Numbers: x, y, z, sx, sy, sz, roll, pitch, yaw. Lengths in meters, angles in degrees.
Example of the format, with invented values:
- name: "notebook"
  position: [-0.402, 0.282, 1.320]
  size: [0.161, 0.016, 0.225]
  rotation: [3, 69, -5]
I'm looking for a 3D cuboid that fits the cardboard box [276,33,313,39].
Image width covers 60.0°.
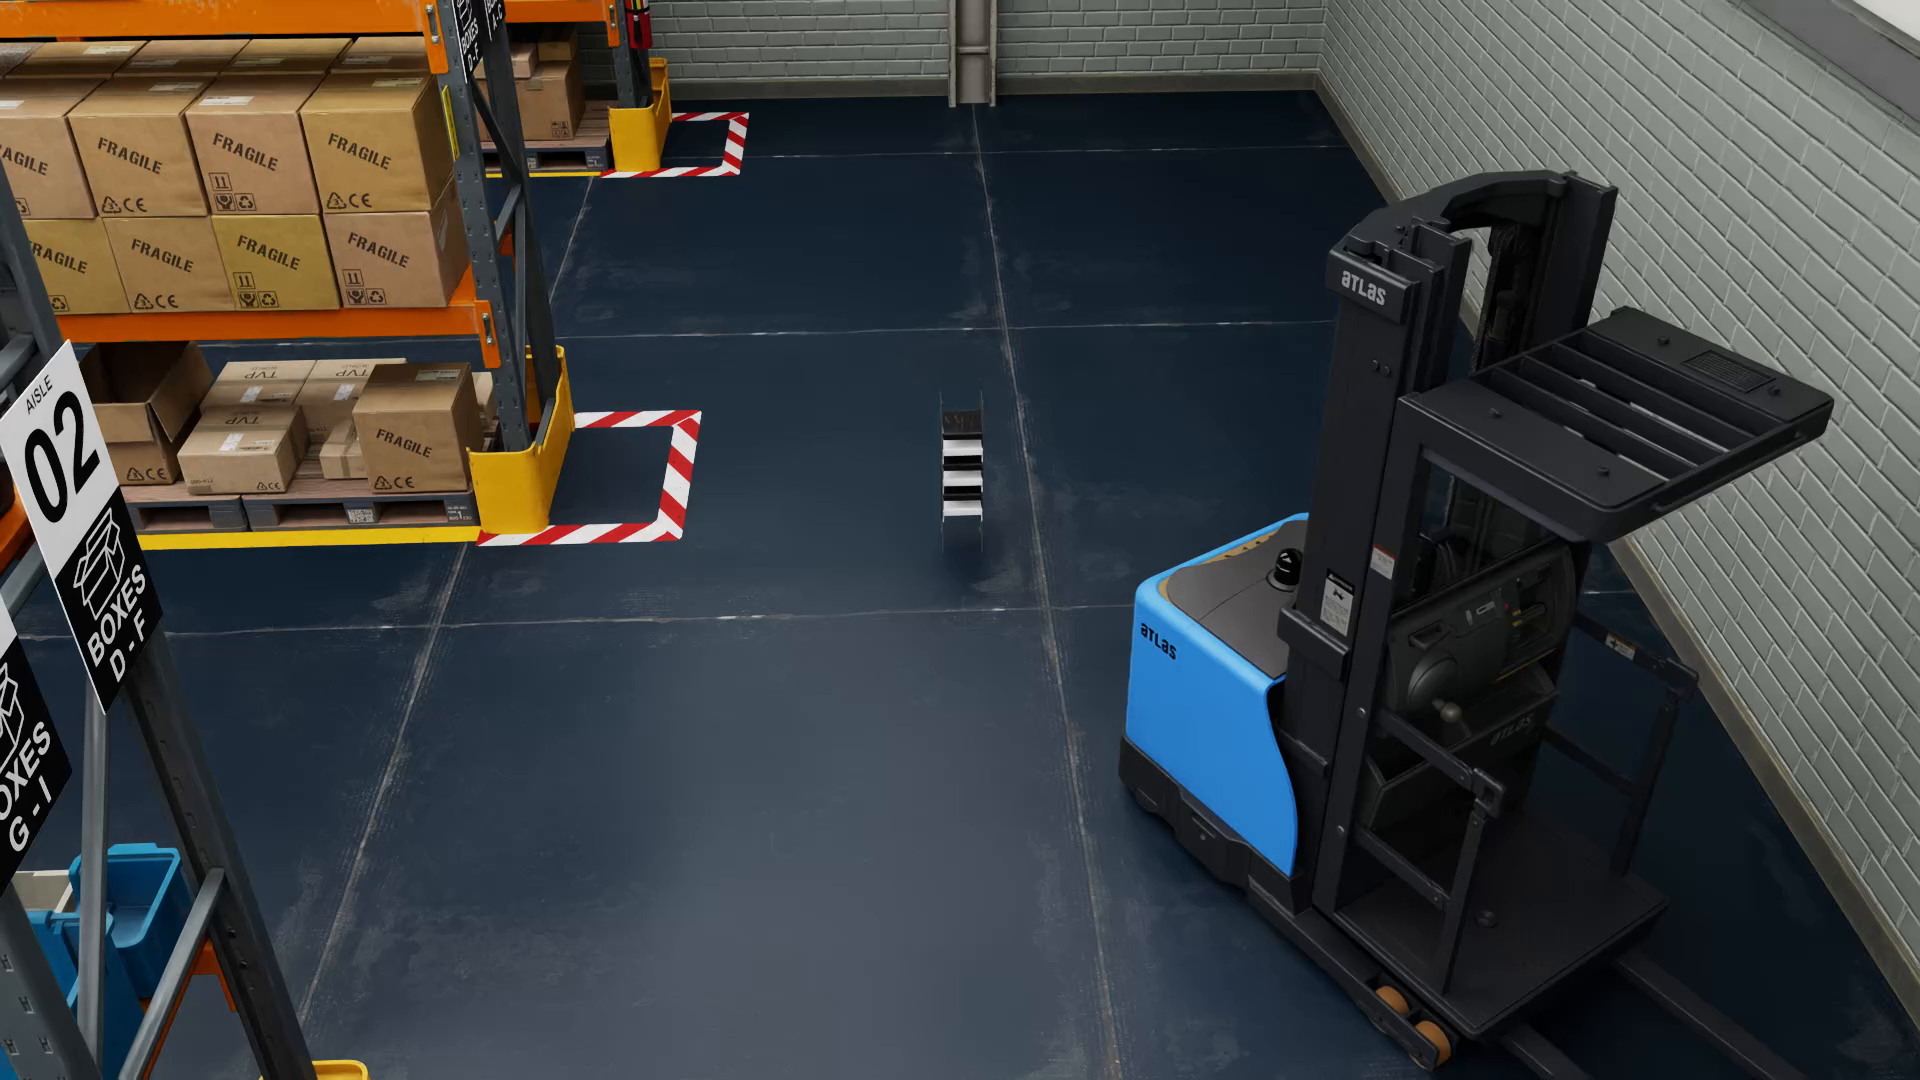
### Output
- name: "cardboard box"
  position: [-5.163, -3.812, 12.880]
  size: [0.250, 0.149, 0.380]
  rotation: [-3, 35, -4]

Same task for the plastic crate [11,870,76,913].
- name: "plastic crate"
  position: [-2.672, 1.082, 4.730]
  size: [0.298, 0.136, 0.250]
  rotation: [-2, 35, -2]

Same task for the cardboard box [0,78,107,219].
- name: "cardboard box"
  position: [-4.284, -1.838, 7.804]
  size: [0.500, 0.500, 0.500]
  rotation: [-1, 35, -1]

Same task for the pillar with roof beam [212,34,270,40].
- name: "pillar with roof beam"
  position: [-5.688, -4.837, 7.832]
  size: [0.400, 9.000, 9.100]
  rotation: [-2, 35, -2]

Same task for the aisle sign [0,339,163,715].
- name: "aisle sign"
  position: [-2.028, -0.023, 3.863]
  size: [0.004, 0.787, 0.394]
  rotation: [-2, 35, -2]

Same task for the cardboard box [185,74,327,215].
- name: "cardboard box"
  position: [-3.253, -1.869, 7.848]
  size: [0.500, 0.500, 0.500]
  rotation: [-1, 35, -1]

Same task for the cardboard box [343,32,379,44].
- name: "cardboard box"
  position: [-4.653, -3.826, 12.900]
  size: [0.250, 0.149, 0.380]
  rotation: [-2, 35, -3]

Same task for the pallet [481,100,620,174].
- name: "pallet"
  position: [-3.350, -3.202, 13.191]
  size: [1.213, 0.211, 1.003]
  rotation: [-2, 35, -2]

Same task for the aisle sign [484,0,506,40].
- name: "aisle sign"
  position: [-2.262, -2.837, 7.928]
  size: [0.004, 0.787, 0.394]
  rotation: [-2, 35, -2]

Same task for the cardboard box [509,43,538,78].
- name: "cardboard box"
  position: [-3.369, -3.643, 12.636]
  size: [0.250, 0.149, 0.380]
  rotation: [-2, 35, -3]

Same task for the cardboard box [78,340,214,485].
- name: "cardboard box"
  position: [-4.436, -0.699, 8.931]
  size: [0.637, 0.503, 0.797]
  rotation: [-2, 35, -2]

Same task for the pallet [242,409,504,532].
- name: "pallet"
  position: [-3.189, -0.428, 9.183]
  size: [1.213, 0.211, 1.003]
  rotation: [-2, 35, -2]

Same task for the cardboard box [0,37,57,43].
- name: "cardboard box"
  position: [-7.194, -3.504, 12.697]
  size: [0.750, 0.750, 0.750]
  rotation: [-1, 35, -2]

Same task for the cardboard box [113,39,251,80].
- name: "cardboard box"
  position: [-3.794, -2.160, 8.269]
  size: [0.500, 0.500, 0.500]
  rotation: [-1, 35, -2]

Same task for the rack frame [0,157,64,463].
- name: "rack frame"
  position: [-2.086, -1.250, 2.649]
  size: [0.127, 3.000, 1.000]
  rotation: [-2, 35, -2]

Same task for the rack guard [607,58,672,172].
- name: "rack guard"
  position: [-2.531, -3.387, 13.205]
  size: [0.348, 0.500, 1.175]
  rotation: [-2, 35, -2]

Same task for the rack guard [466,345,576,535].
- name: "rack guard"
  position: [-2.393, -0.569, 9.133]
  size: [0.348, 0.500, 1.175]
  rotation: [-2, 35, -2]

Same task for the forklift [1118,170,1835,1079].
- name: "forklift"
  position: [1.934, 0.384, 5.620]
  size: [1.130, 2.935, 3.031]
  rotation: [-22, 40, -28]

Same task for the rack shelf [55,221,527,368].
- name: "rack shelf"
  position: [-4.314, -1.249, 8.551]
  size: [4.000, 0.370, 1.077]
  rotation: [-2, 35, -2]

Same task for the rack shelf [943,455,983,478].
- name: "rack shelf"
  position: [0.008, -0.417, 8.462]
  size: [0.200, 0.077, 0.258]
  rotation: [-2, 35, -2]

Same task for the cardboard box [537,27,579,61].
- name: "cardboard box"
  position: [-3.134, -3.867, 12.960]
  size: [0.250, 0.149, 0.380]
  rotation: [-1, 35, -2]

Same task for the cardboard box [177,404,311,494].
- name: "cardboard box"
  position: [-3.798, -0.486, 8.846]
  size: [0.500, 0.250, 0.500]
  rotation: [-2, 35, -2]

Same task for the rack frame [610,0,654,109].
- name: "rack frame"
  position: [-2.555, -4.415, 12.493]
  size: [0.127, 3.000, 1.000]
  rotation: [-2, 35, -2]

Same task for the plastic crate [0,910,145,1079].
- name: "plastic crate"
  position: [-2.412, 1.293, 4.162]
  size: [0.499, 0.435, 0.616]
  rotation: [-2, 35, -2]

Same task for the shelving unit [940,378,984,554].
- name: "shelving unit"
  position: [0.008, -0.370, 8.494]
  size: [0.210, 0.900, 0.258]
  rotation: [-2, 35, -2]

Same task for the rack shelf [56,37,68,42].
- name: "rack shelf"
  position: [-8.548, -3.957, 12.464]
  size: [4.000, 0.370, 1.077]
  rotation: [-2, 35, -2]

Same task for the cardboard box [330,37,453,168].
- name: "cardboard box"
  position: [-2.772, -2.189, 8.311]
  size: [0.500, 0.500, 0.500]
  rotation: [-1, 35, -1]

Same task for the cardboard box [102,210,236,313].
- name: "cardboard box"
  position: [-3.768, -1.447, 8.117]
  size: [0.500, 0.500, 0.500]
  rotation: [-1, 35, -2]

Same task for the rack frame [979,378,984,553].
- name: "rack frame"
  position: [0.110, -0.373, 8.498]
  size: [0.006, 0.900, 0.240]
  rotation: [-2, 35, -2]

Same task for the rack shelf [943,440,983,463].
- name: "rack shelf"
  position: [0.008, -0.491, 8.411]
  size: [0.200, 0.077, 0.258]
  rotation: [-2, 35, -2]

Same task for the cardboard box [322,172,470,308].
- name: "cardboard box"
  position: [-2.751, -1.473, 8.155]
  size: [0.500, 0.500, 0.500]
  rotation: [-1, 35, -1]

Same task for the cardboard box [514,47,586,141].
- name: "cardboard box"
  position: [-3.249, -3.484, 12.975]
  size: [0.500, 0.500, 0.700]
  rotation: [-2, 35, -2]

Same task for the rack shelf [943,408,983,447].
- name: "rack shelf"
  position: [0.008, -0.565, 8.360]
  size: [0.200, 0.077, 0.258]
  rotation: [-2, 35, -2]

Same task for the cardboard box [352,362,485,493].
- name: "cardboard box"
  position: [-2.848, -0.597, 8.787]
  size: [0.500, 0.500, 0.500]
  rotation: [-2, 35, -2]

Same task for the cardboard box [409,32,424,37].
- name: "cardboard box"
  position: [-4.144, -3.840, 12.920]
  size: [0.250, 0.149, 0.380]
  rotation: [-1, 35, -2]

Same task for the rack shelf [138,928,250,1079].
- name: "rack shelf"
  position: [-4.084, 1.567, 4.483]
  size: [4.000, 0.370, 1.077]
  rotation: [-2, 35, -2]

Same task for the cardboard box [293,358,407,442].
- name: "cardboard box"
  position: [-3.373, -0.782, 9.274]
  size: [0.500, 0.250, 0.500]
  rotation: [-2, 35, -2]

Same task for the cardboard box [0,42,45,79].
- name: "cardboard box"
  position: [-4.804, -2.133, 8.230]
  size: [0.500, 0.500, 0.500]
  rotation: [-1, 35, -2]
